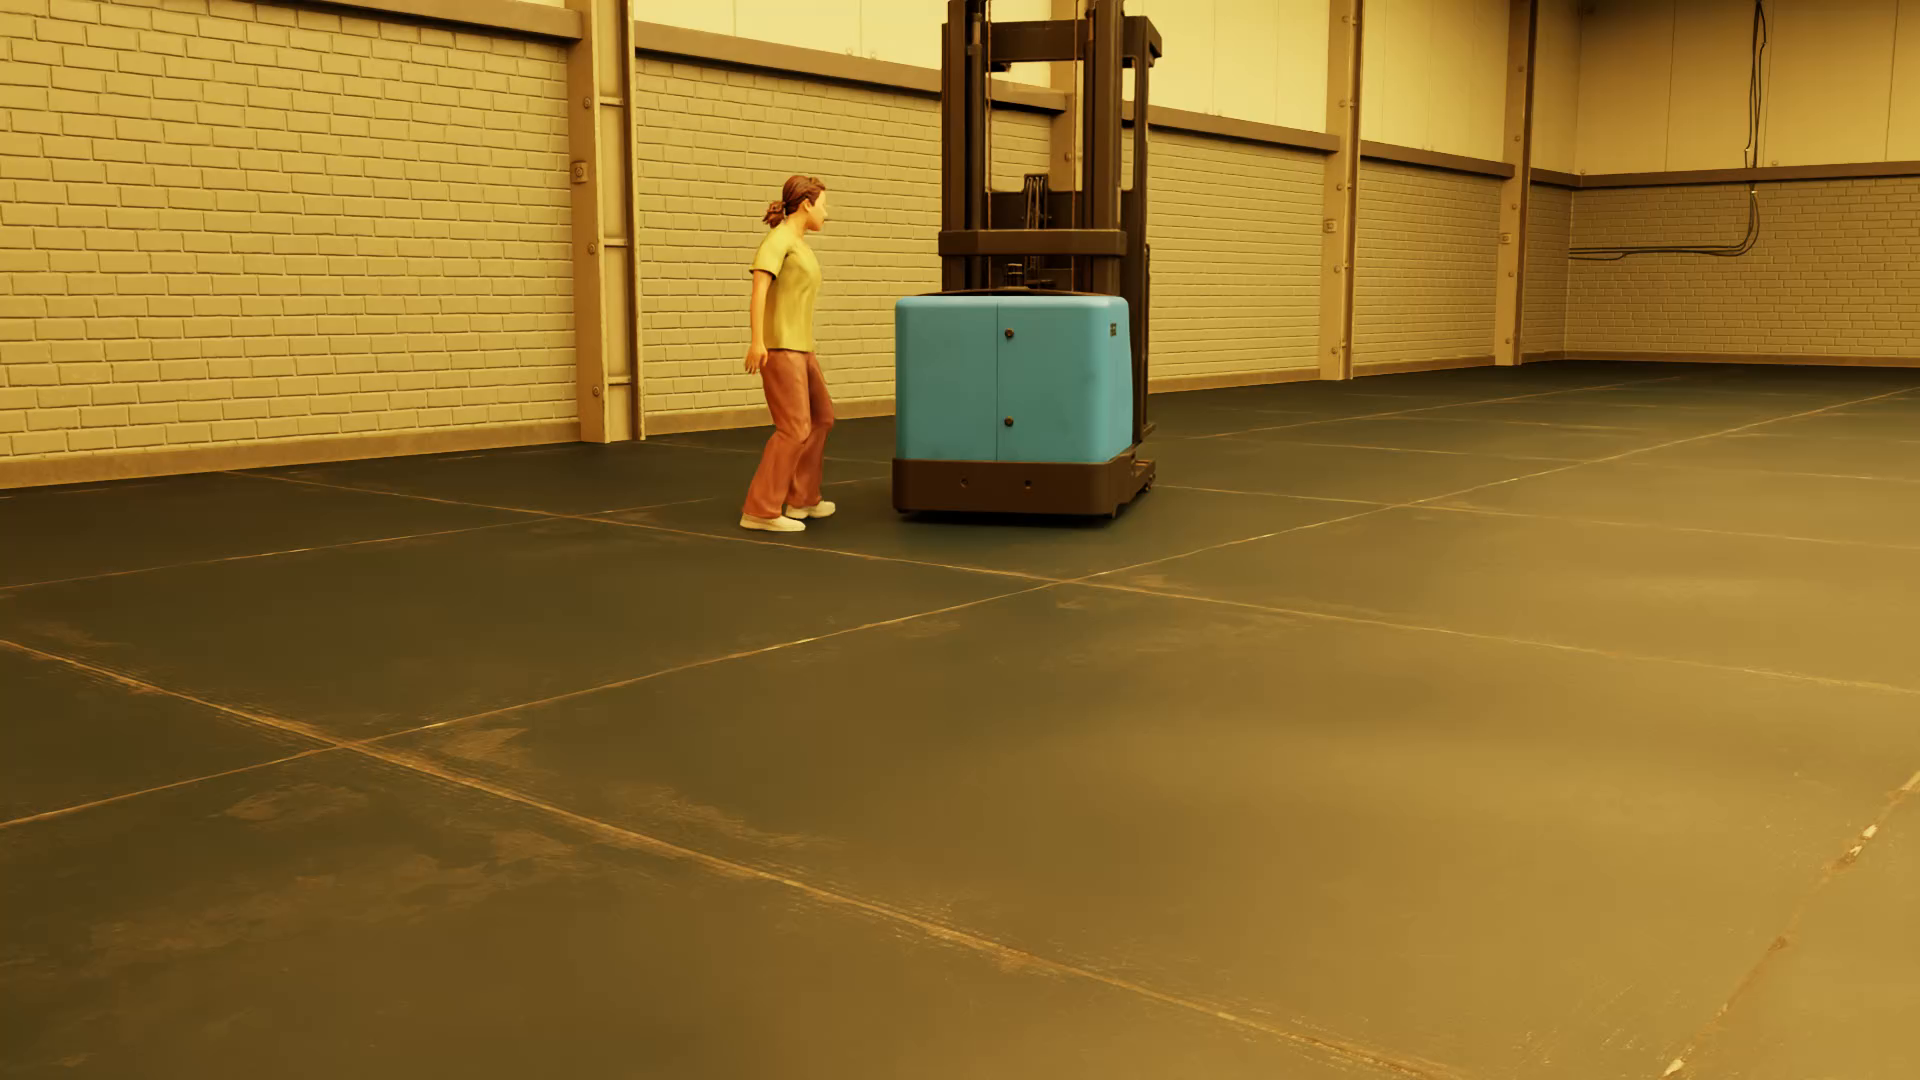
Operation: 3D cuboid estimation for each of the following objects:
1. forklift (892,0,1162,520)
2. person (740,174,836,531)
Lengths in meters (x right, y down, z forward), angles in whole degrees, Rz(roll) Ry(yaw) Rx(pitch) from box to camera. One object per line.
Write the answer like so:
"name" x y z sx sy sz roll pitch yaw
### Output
"forklift" 0.496 -1.722 9.047 1.130 2.935 3.031 2 9 12
"person" -0.817 -0.869 7.760 0.396 1.645 0.803 1 8 6
